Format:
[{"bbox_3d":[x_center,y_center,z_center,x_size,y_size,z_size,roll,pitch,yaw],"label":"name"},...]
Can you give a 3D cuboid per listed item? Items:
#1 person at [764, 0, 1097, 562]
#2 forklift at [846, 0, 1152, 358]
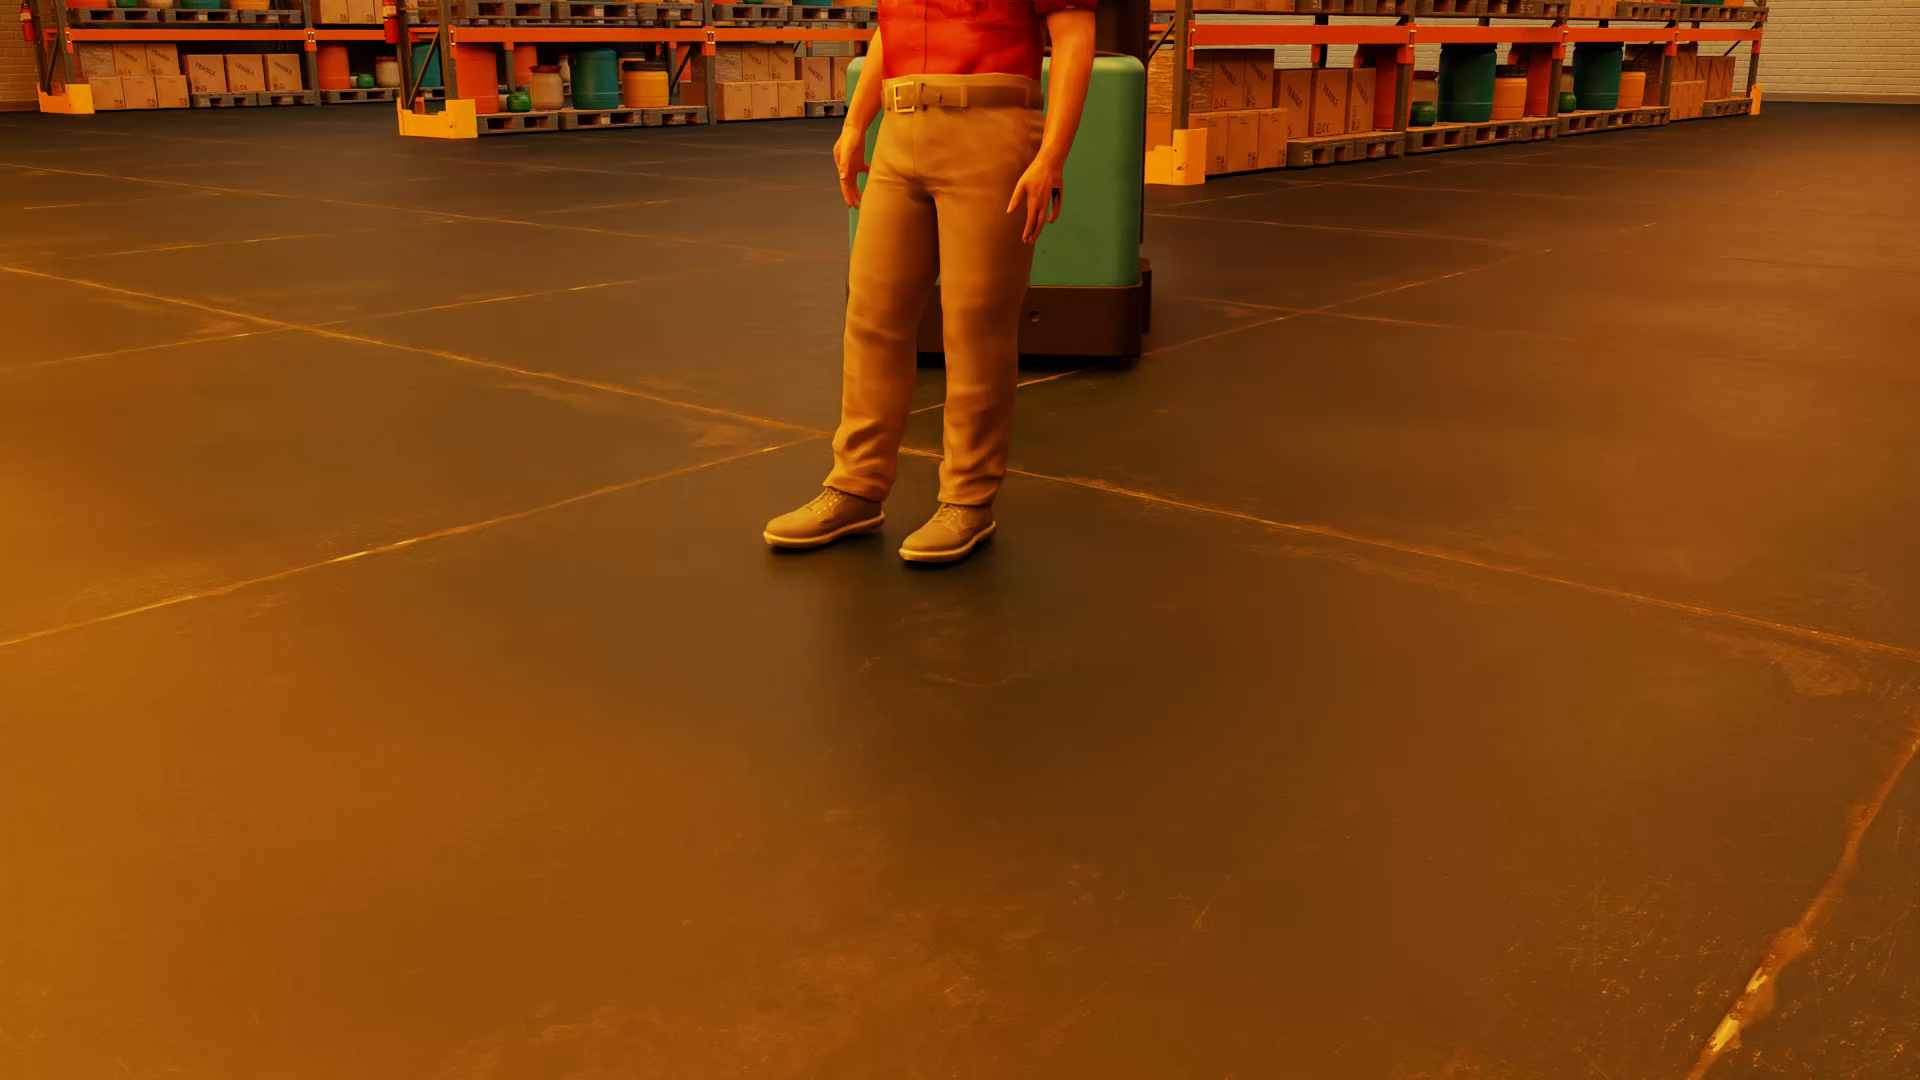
[{"bbox_3d":[-0.066,-0.816,3.629,0.642,1.727,0.550,13,21,37],"label":"person"},{"bbox_3d":[0.244,-2.424,6.881,1.130,2.935,3.031,1,17,5],"label":"forklift"}]
